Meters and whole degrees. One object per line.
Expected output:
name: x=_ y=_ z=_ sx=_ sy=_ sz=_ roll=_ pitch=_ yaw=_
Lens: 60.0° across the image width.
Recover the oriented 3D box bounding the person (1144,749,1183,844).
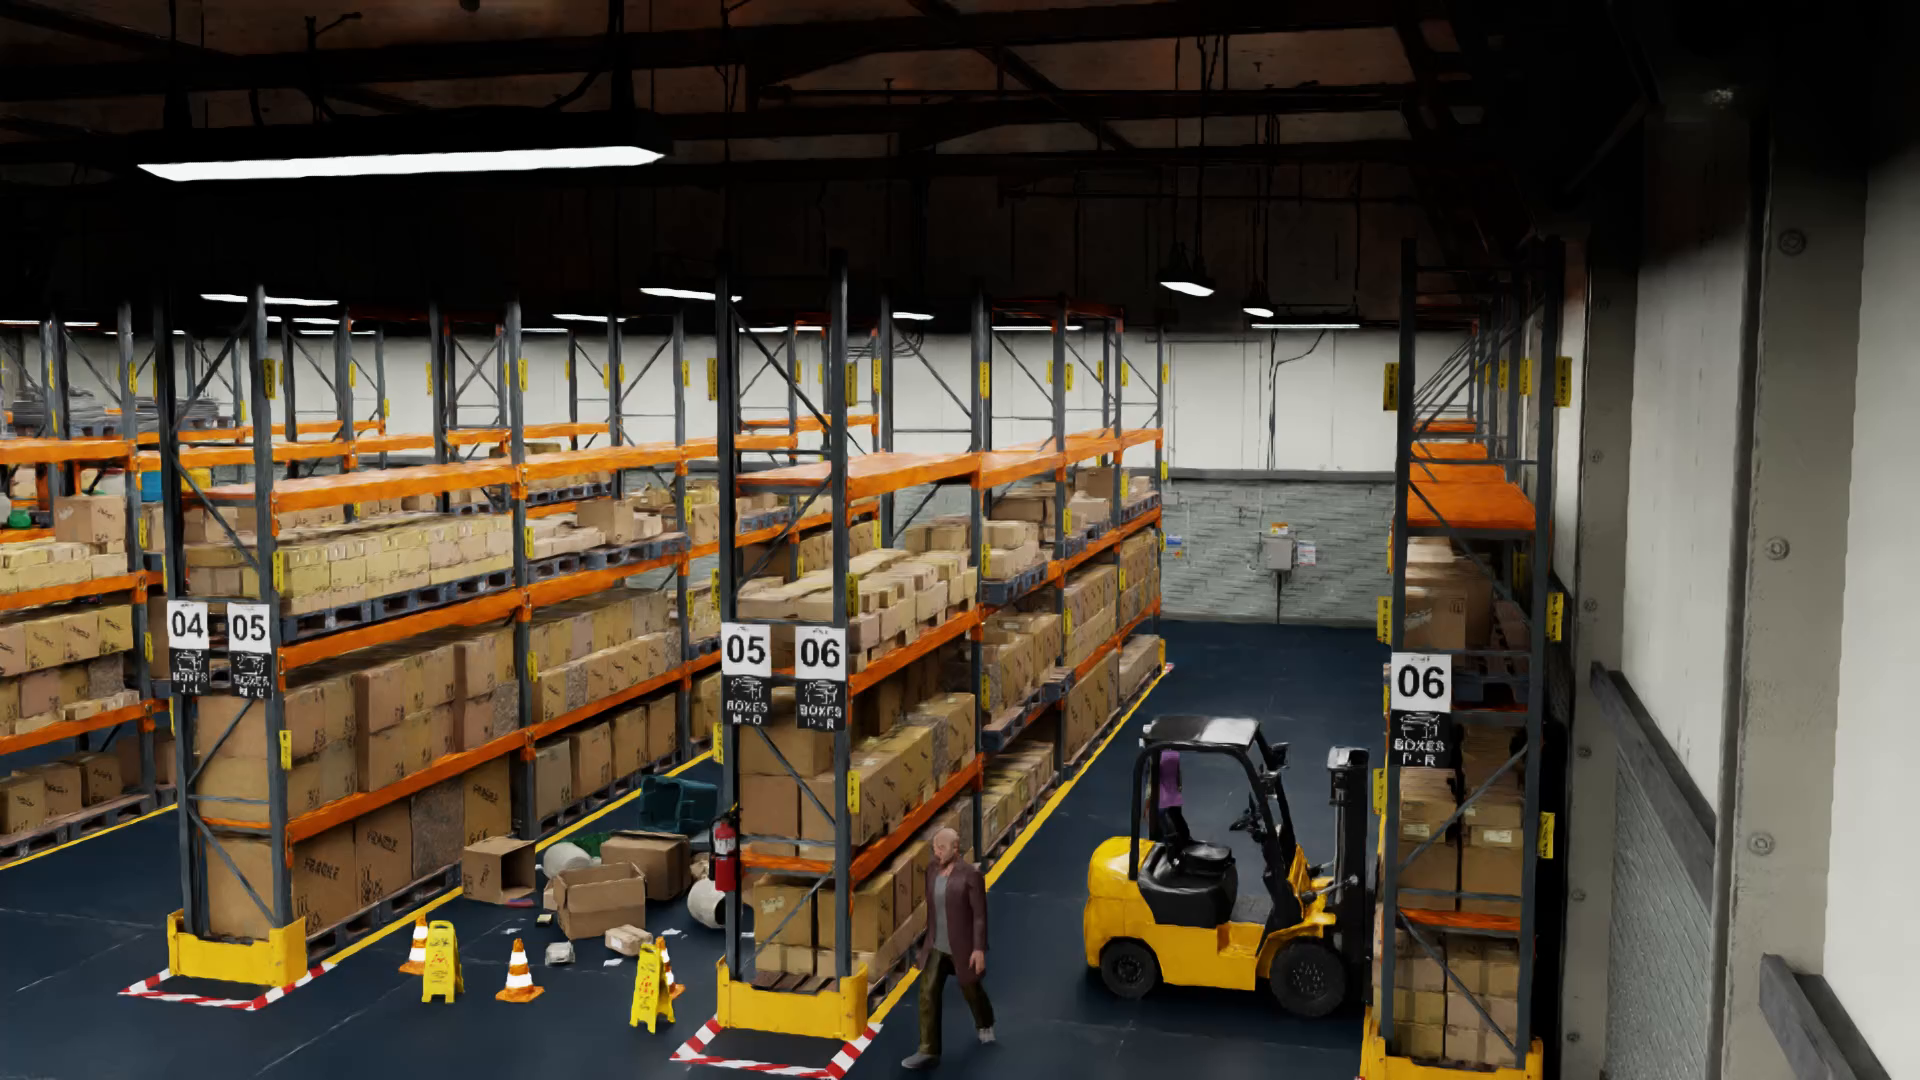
person: x=1.998 y=2.628 z=16.416 sx=0.522 sy=1.592 sz=0.527 roll=-6 pitch=8 yaw=-44

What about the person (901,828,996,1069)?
person: x=-0.040 y=2.998 z=12.343 sx=0.613 sy=1.743 sz=0.972 roll=4 pitch=7 yaw=33
